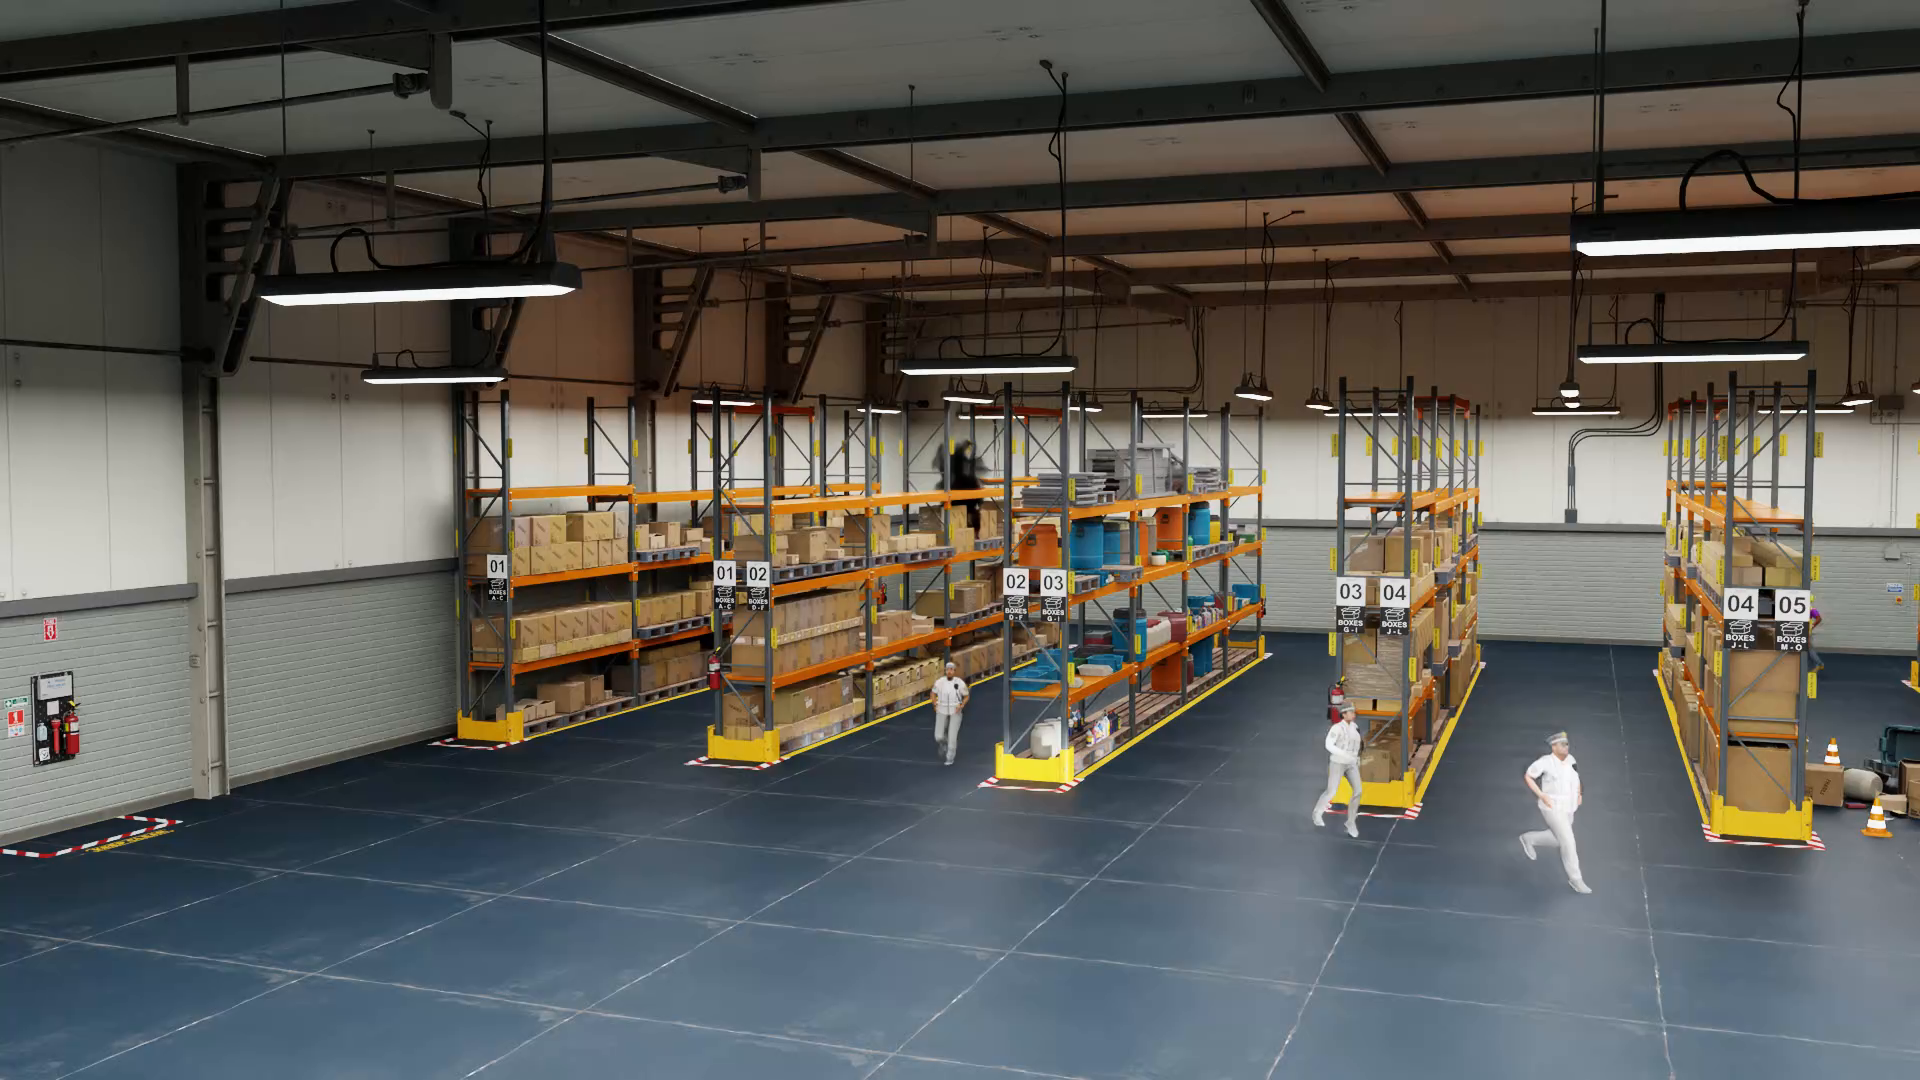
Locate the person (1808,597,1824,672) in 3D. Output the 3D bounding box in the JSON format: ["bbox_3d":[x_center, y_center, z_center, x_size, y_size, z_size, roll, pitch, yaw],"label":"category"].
[{"bbox_3d":[18.621,2.099,36.652,0.830,1.824,0.681,1,3,19],"label":"person"}]

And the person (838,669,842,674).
[{"bbox_3d":[-2.517,2.333,33.973,0.604,1.692,0.691,1,3,24],"label":"person"}]

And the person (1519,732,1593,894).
[{"bbox_3d":[6.882,3.086,19.173,0.633,1.792,1.111,-2,4,-33],"label":"person"}]

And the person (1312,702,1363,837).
[{"bbox_3d":[5.035,2.967,21.803,0.664,1.716,0.764,-2,4,-29],"label":"person"}]

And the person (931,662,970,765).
[{"bbox_3d":[-0.159,2.750,26.398,0.633,1.597,0.531,0,3,7],"label":"person"}]
